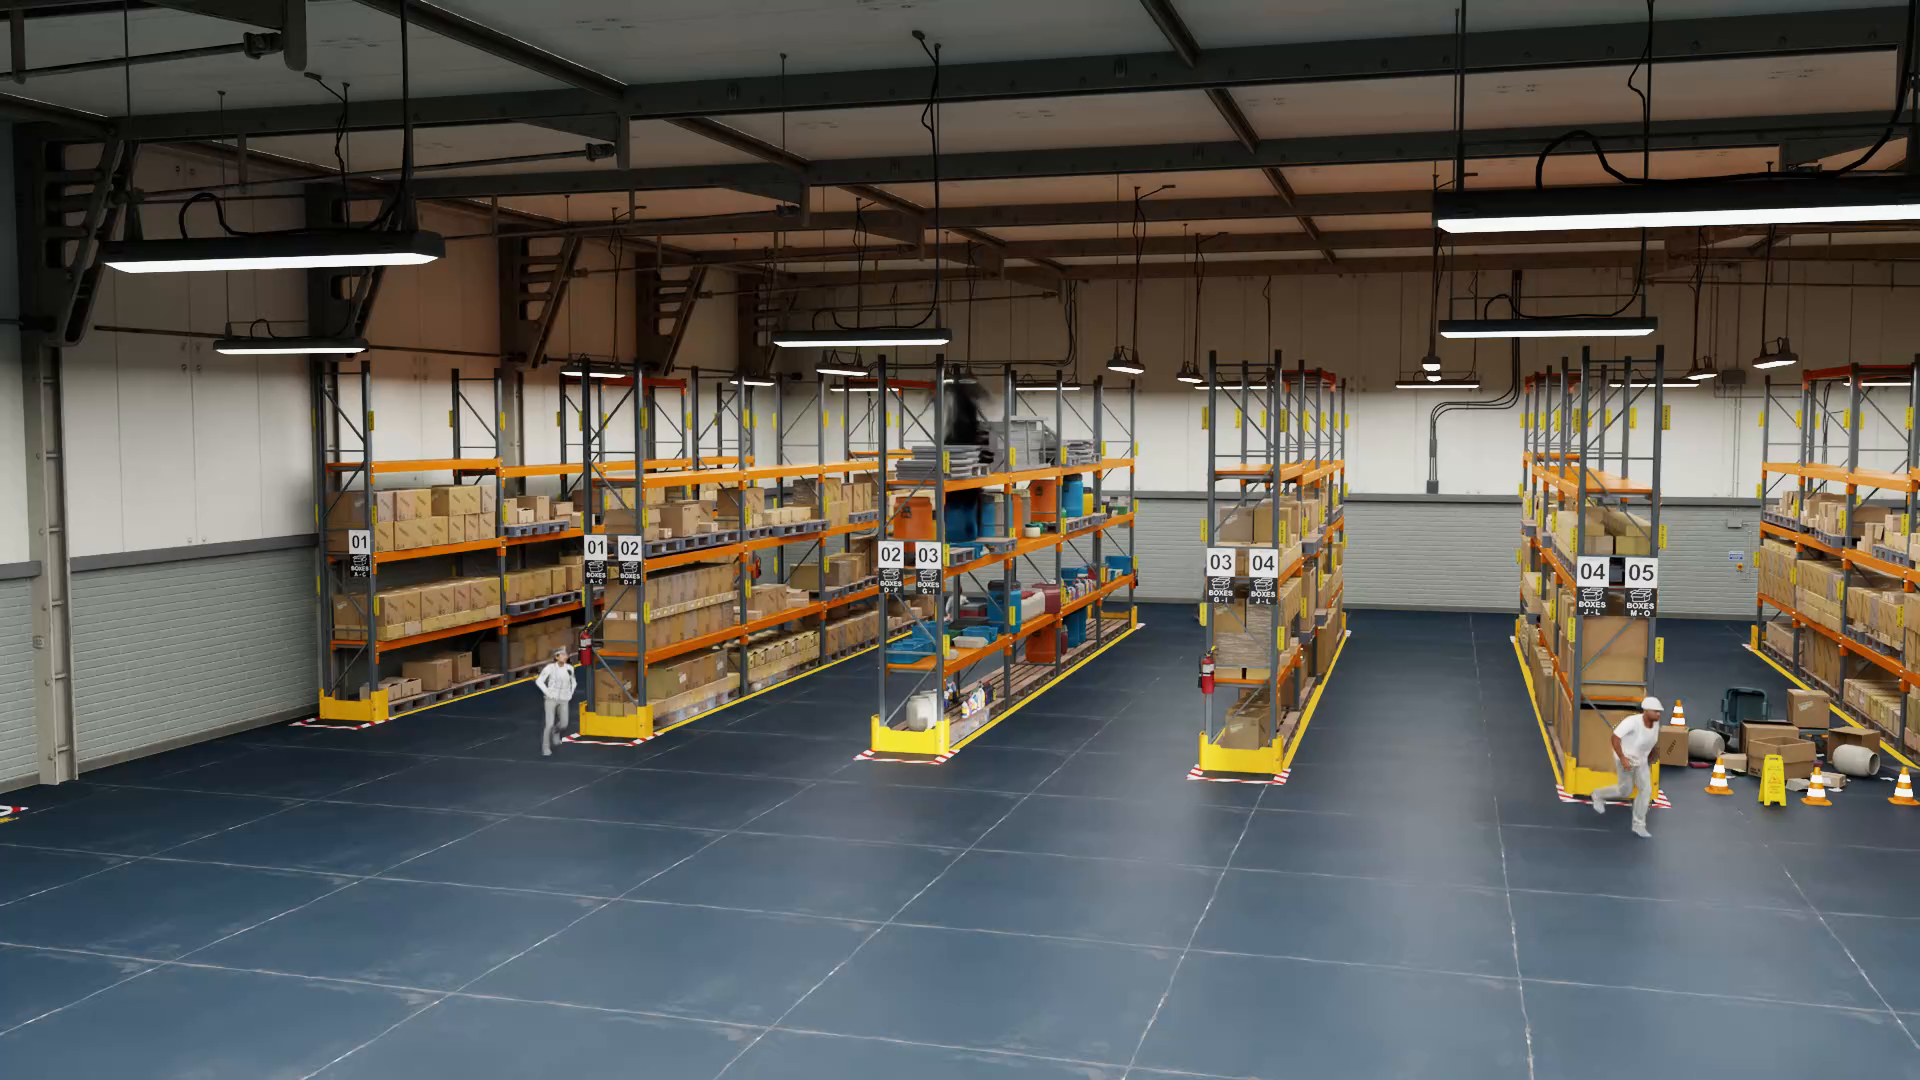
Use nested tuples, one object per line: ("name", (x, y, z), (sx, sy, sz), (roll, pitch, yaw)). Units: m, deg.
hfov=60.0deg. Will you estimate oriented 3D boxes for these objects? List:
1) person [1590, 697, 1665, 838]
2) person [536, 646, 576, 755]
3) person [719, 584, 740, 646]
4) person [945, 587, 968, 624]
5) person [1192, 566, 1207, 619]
("person", (8.181, 2.726, 20.339), (0.712, 1.710, 0.967), (-2, 5, -31))
("person", (-6.092, 2.409, 25.184), (0.624, 1.624, 0.510), (-2, 5, -30))
("person", (-5.030, 1.580, 35.831), (0.711, 1.765, 0.880), (1, 4, 16))
("person", (-0.062, 1.728, 35.035), (0.542, 1.549, 0.533), (1, 4, 11))
("person", (6.203, 1.226, 41.477), (0.834, 1.686, 0.599), (2, 4, 20))
